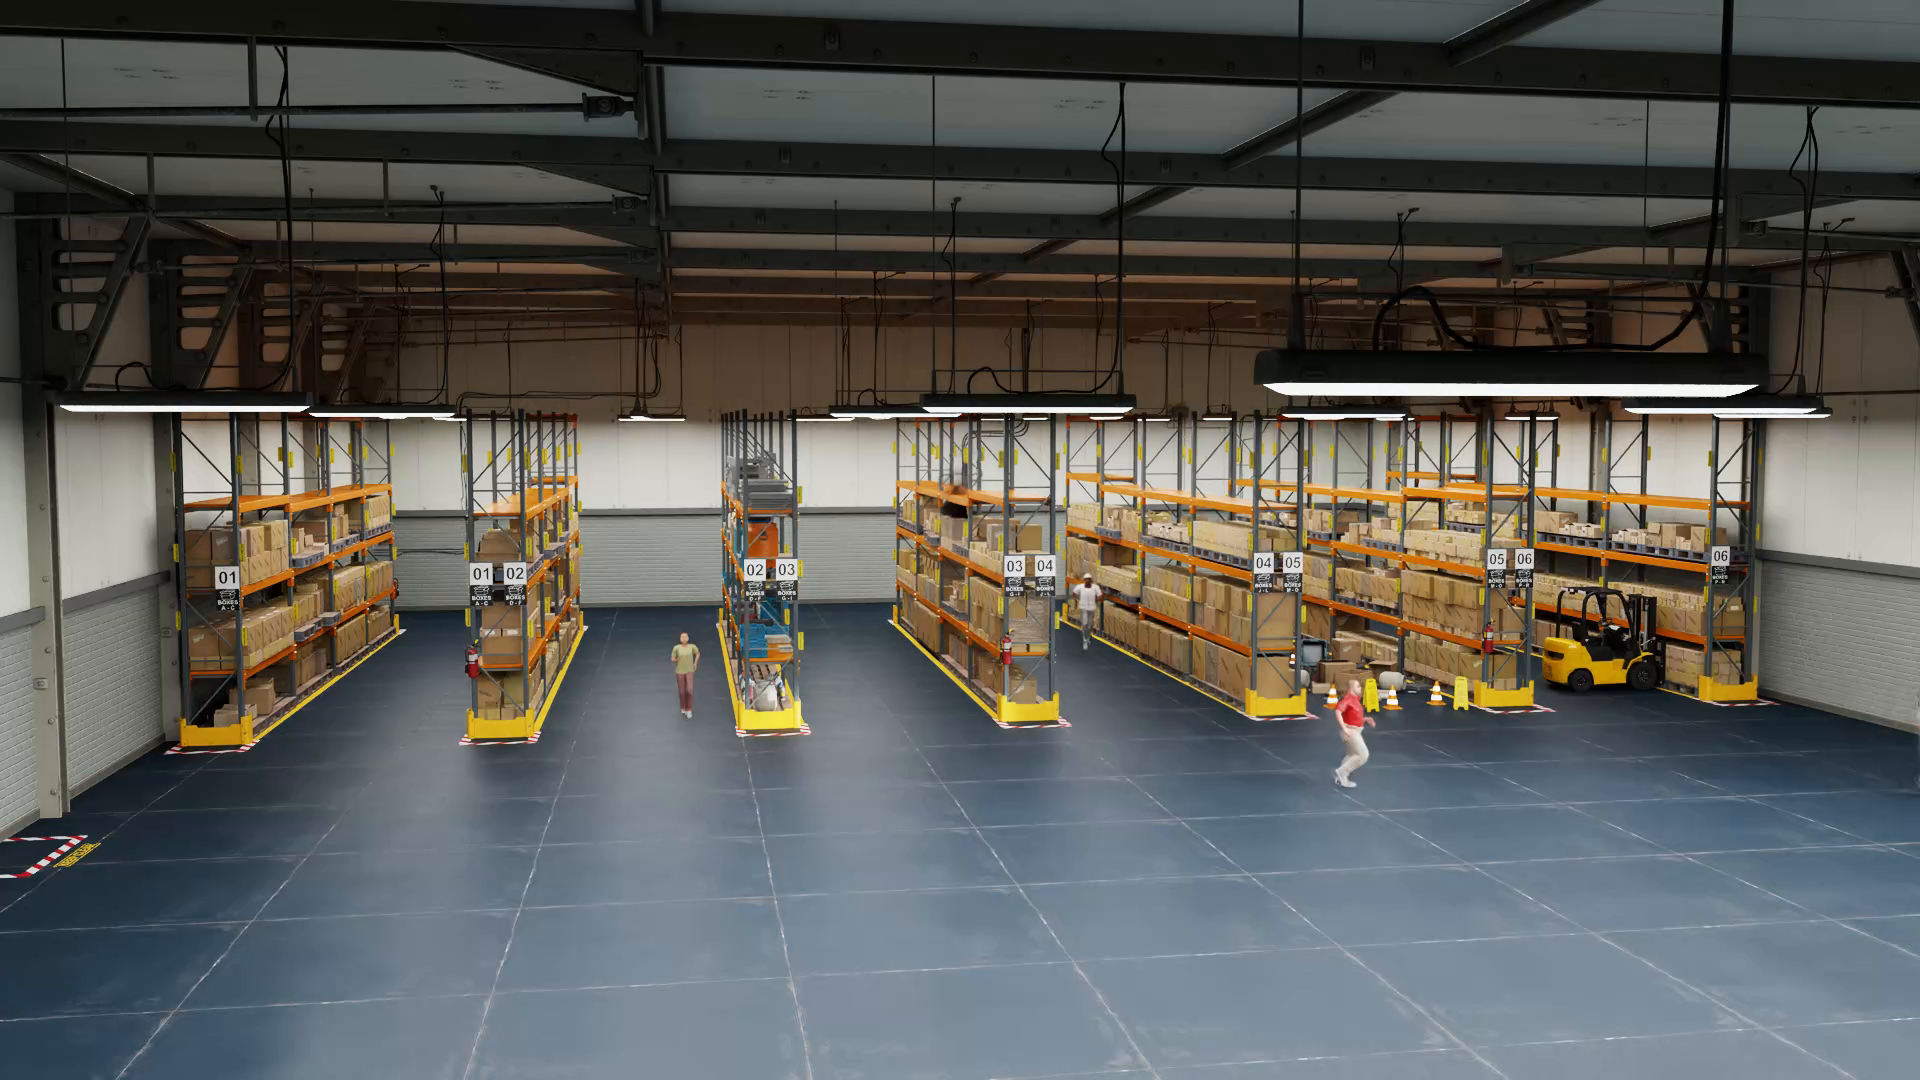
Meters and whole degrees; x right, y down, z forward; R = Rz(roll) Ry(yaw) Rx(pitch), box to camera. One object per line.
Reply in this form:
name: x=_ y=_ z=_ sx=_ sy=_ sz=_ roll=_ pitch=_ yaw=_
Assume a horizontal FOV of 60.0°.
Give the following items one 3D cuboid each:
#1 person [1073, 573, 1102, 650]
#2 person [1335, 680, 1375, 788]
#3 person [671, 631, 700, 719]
person: x=3.138 y=1.730 z=40.720 sx=0.672 sy=1.849 sz=0.760 roll=-1 pitch=4 yaw=-7
person: x=6.222 y=3.046 z=26.186 sx=0.605 sy=1.694 sz=0.668 roll=1 pitch=4 yaw=18
person: x=-5.361 y=2.627 z=32.445 sx=0.558 sy=1.705 sz=0.670 roll=-1 pitch=4 yaw=-8
